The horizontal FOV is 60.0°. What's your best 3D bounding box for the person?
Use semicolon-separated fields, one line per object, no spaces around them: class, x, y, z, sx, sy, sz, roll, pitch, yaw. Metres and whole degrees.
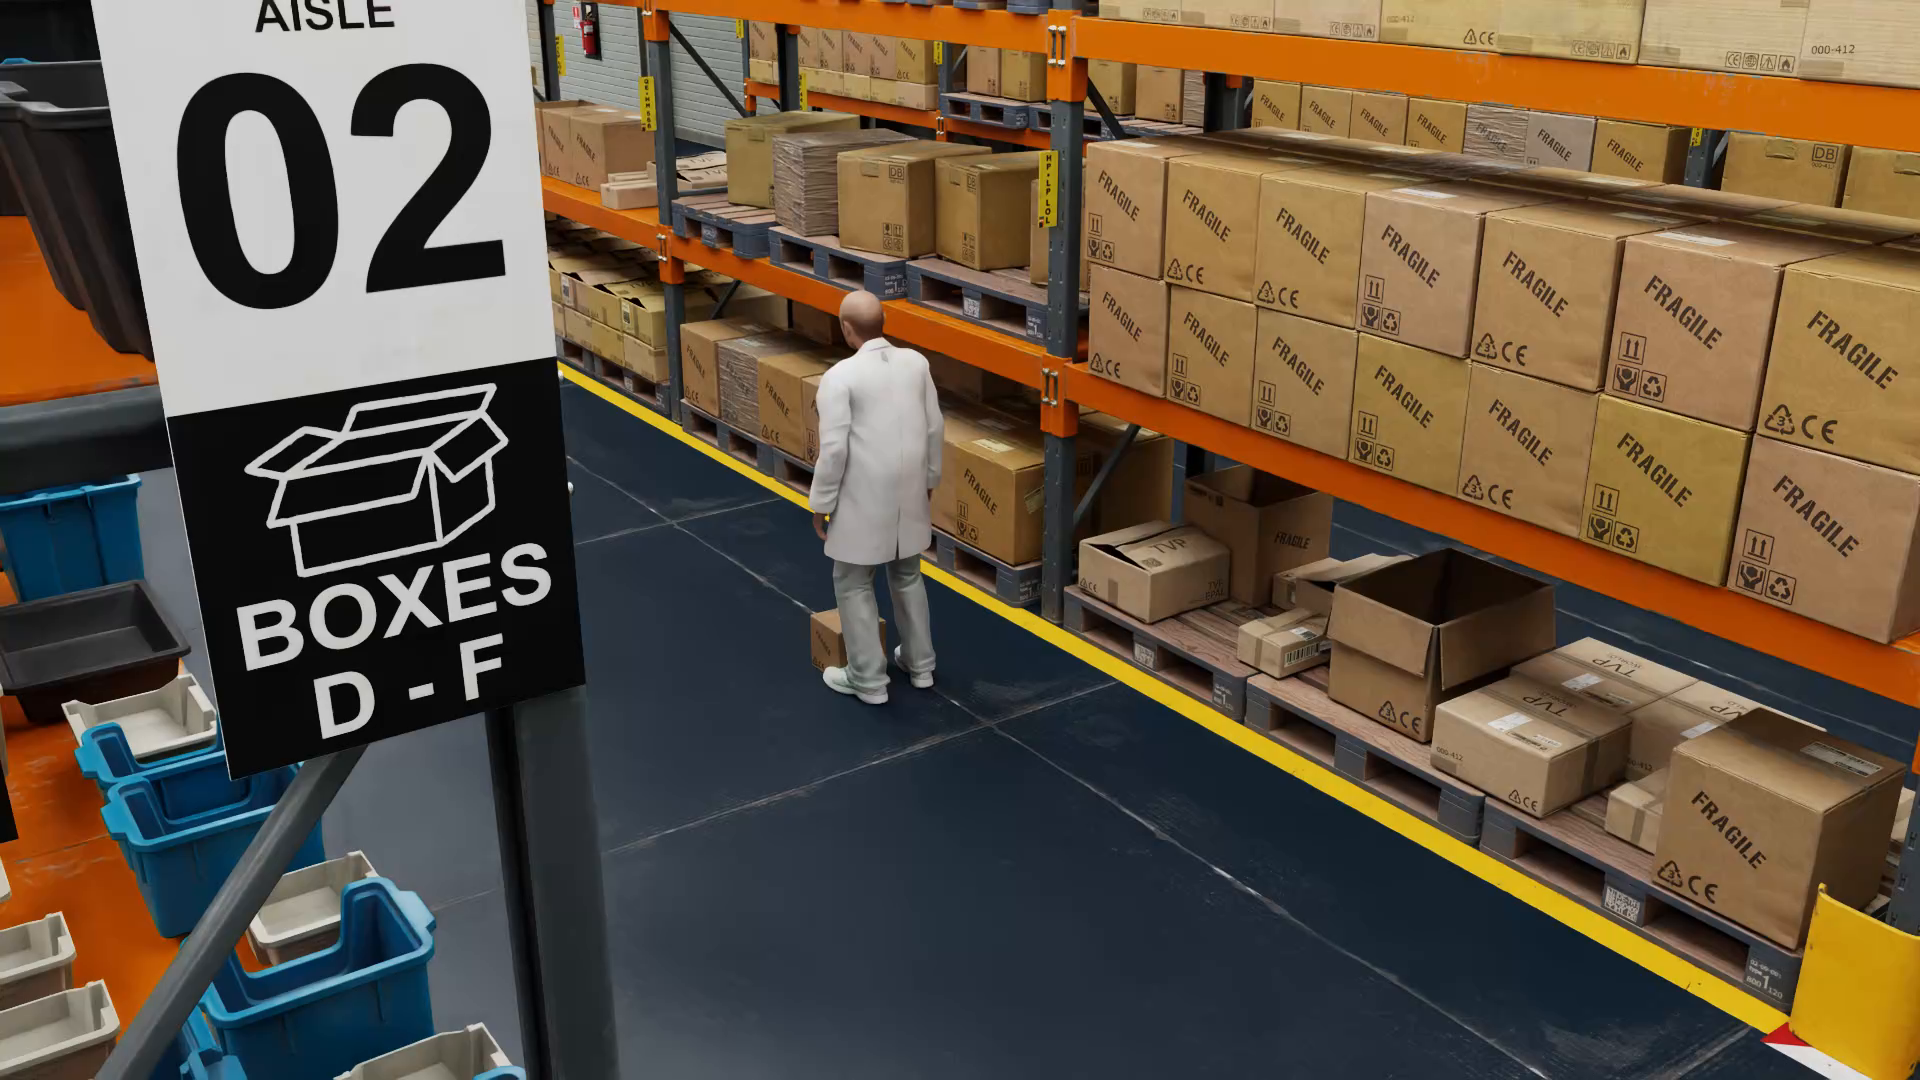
person;-0.354;-0.177;7.064;0.647;1.774;0.418;-15;26;-33
